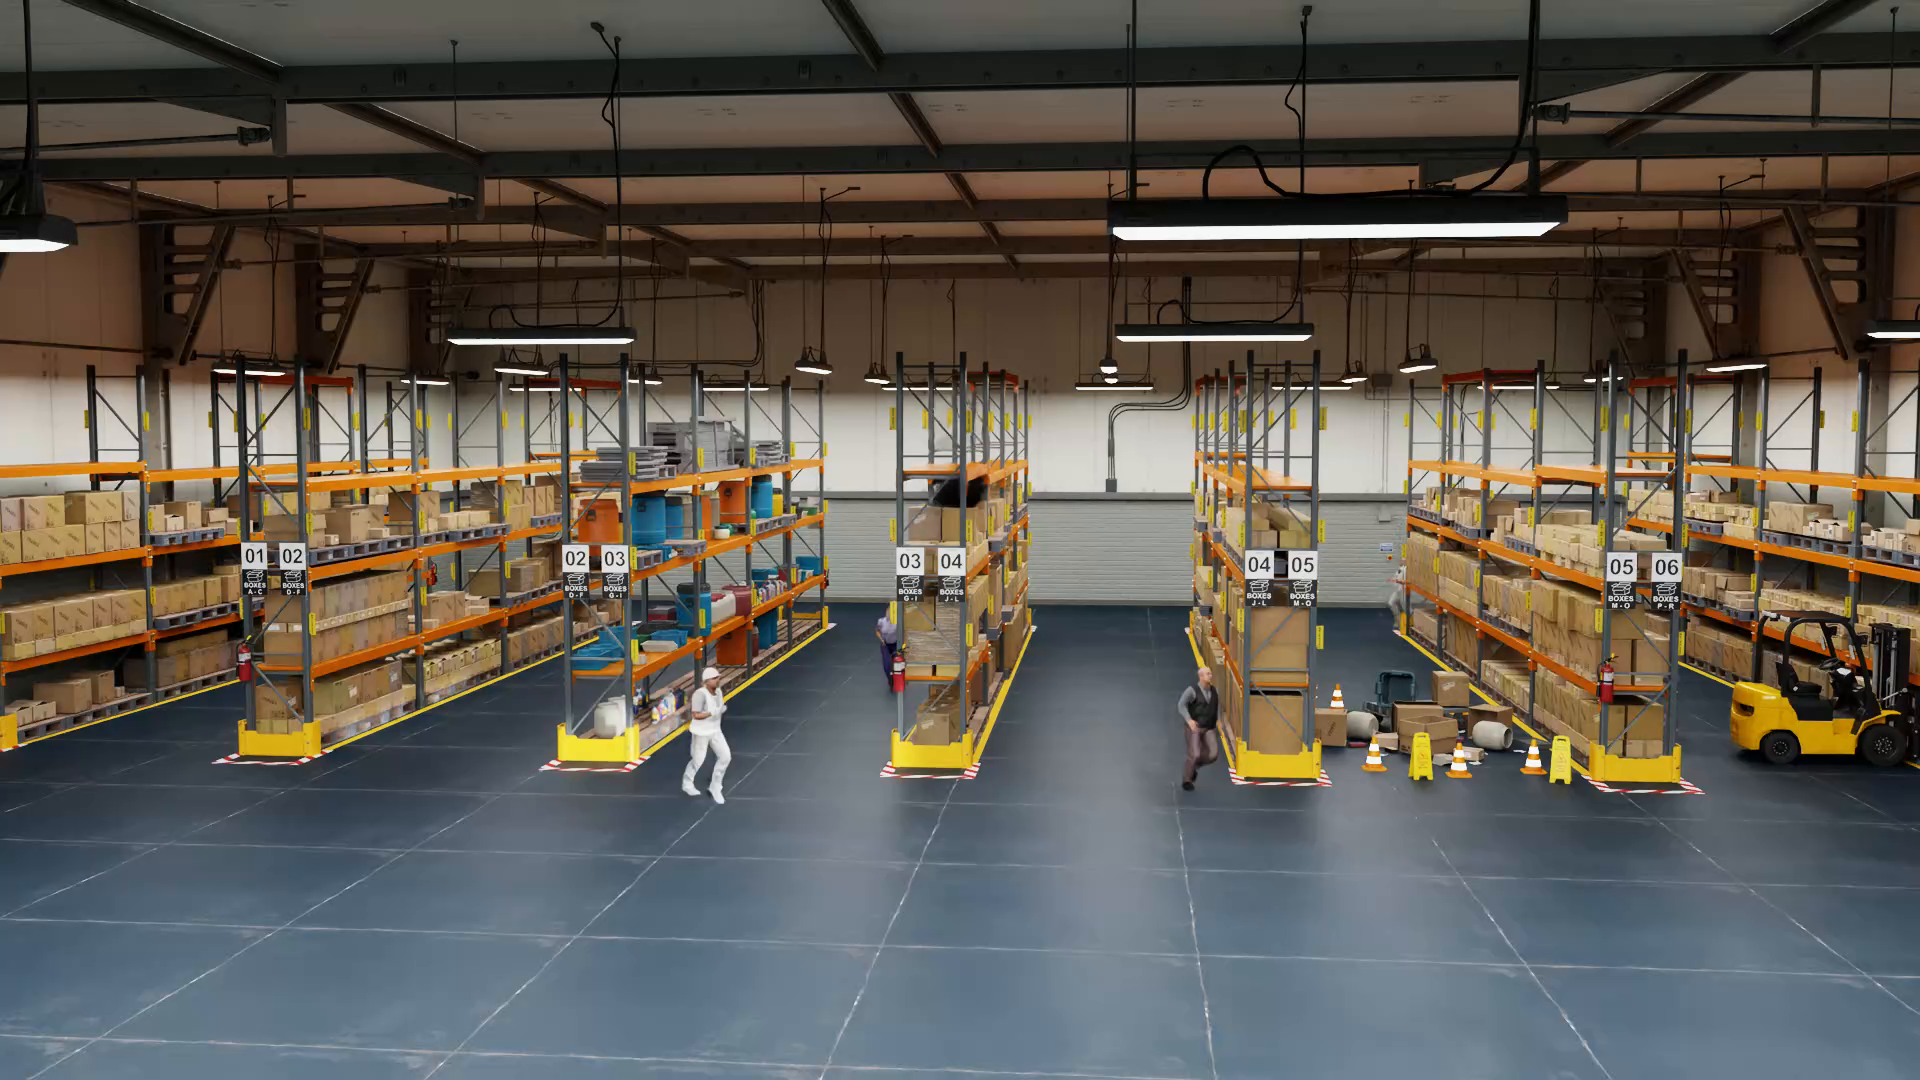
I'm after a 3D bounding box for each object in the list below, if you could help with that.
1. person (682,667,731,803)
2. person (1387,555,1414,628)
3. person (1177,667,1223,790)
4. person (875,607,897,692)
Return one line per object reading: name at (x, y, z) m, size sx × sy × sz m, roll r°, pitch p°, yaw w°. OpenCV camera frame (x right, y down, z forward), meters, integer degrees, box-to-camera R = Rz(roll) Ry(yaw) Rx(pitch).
person at (-3.349, 2.574, 21.878) m, size 0.845 × 1.832 × 0.643 m, roll 3°, pitch 5°, yaw 36°
person at (10.705, 1.267, 40.303) m, size 0.732 × 1.839 × 0.633 m, roll 0°, pitch 4°, yaw -3°
person at (3.323, 2.567, 22.669) m, size 0.712 × 1.656 × 0.527 m, roll -1°, pitch 4°, yaw -20°
person at (-1.280, 2.019, 31.042) m, size 0.590 × 1.601 × 0.654 m, roll 1°, pitch 4°, yaw 9°
